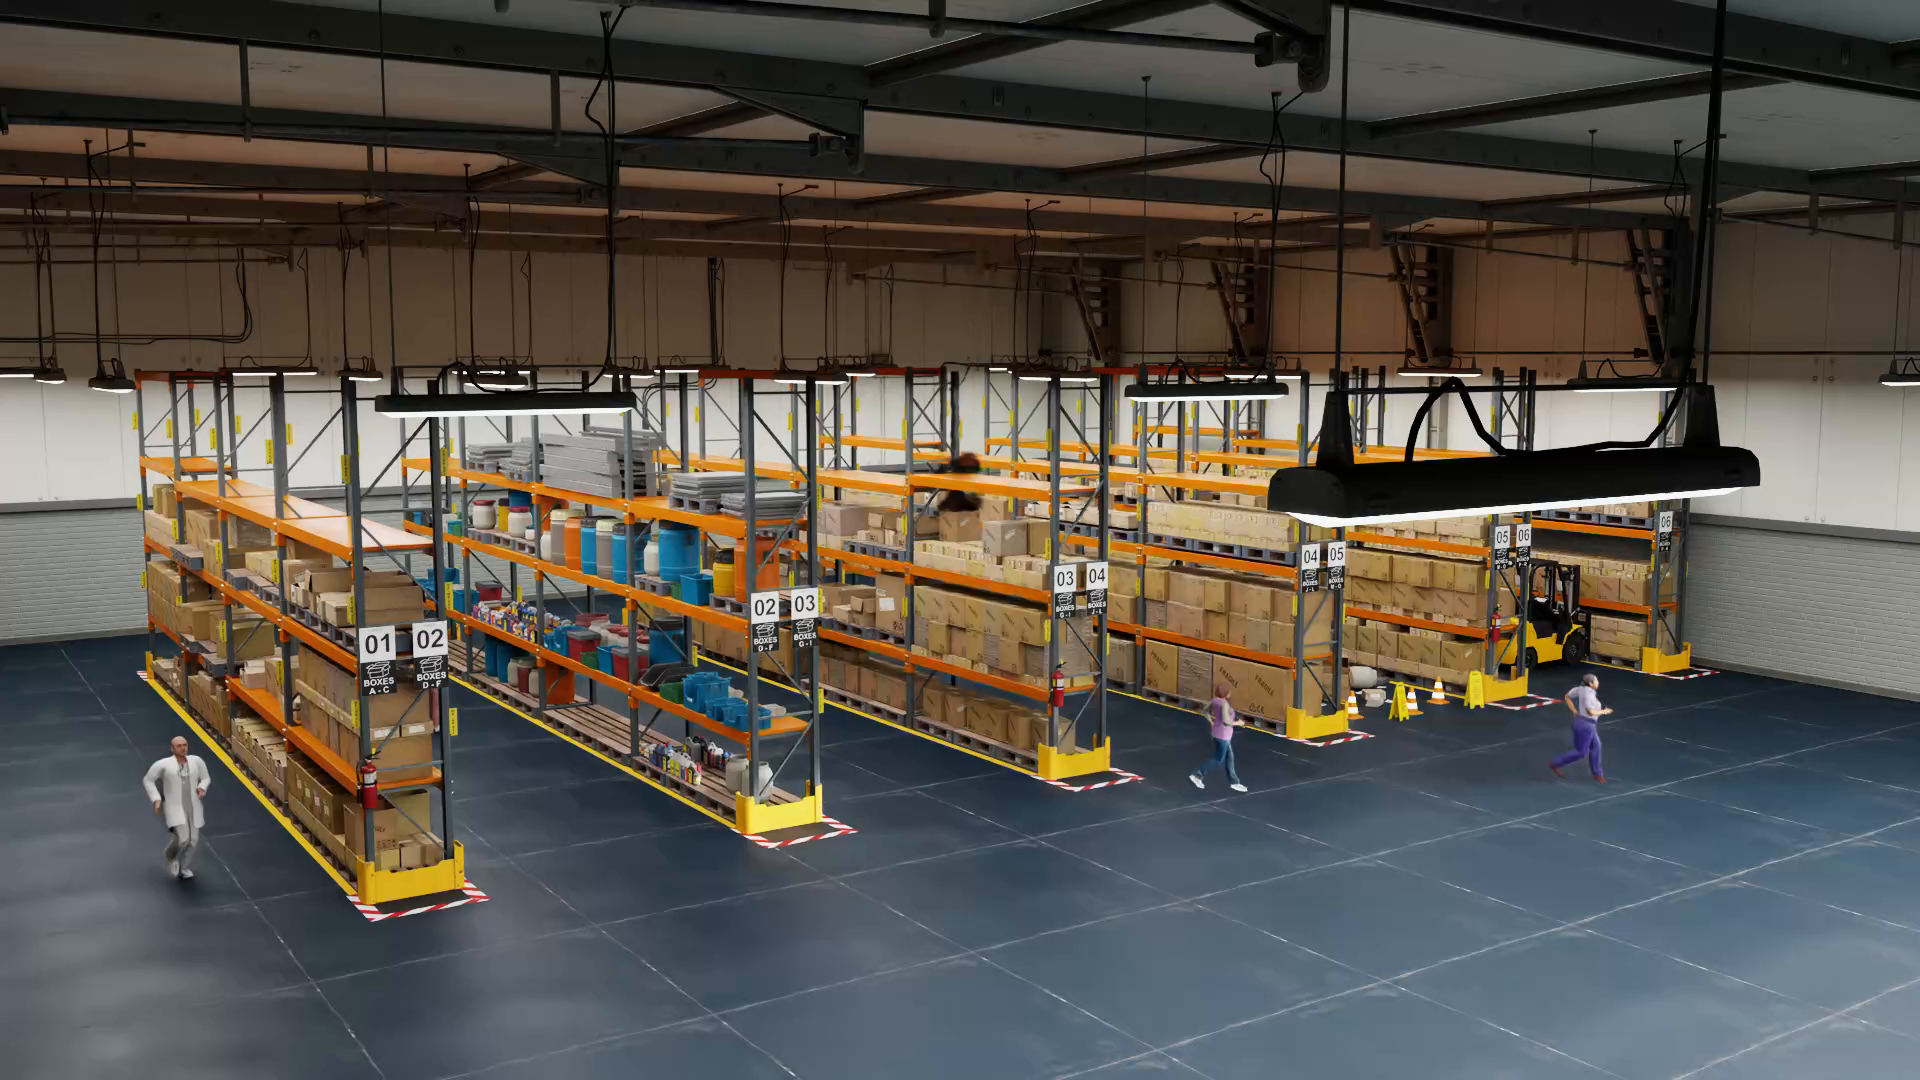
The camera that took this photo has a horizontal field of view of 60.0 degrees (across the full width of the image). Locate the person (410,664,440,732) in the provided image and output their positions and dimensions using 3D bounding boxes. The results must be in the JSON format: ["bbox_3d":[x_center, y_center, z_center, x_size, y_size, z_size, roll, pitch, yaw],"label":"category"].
[{"bbox_3d":[-8.923,2.372,27.948,0.593,1.635,0.894,-6,8,-40],"label":"person"}]

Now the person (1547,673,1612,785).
[{"bbox_3d":[9.115,2.791,24.440,0.912,1.693,0.620,1,7,8],"label":"person"}]

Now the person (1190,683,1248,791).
[{"bbox_3d":[3.723,2.839,23.815,0.890,1.598,0.544,-1,6,-7],"label":"person"}]

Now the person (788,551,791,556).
[{"bbox_3d":[-3.919,1.082,38.914,0.621,1.717,0.828,-2,7,-14],"label":"person"}]

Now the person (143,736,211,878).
[{"bbox_3d":[-9.286,3.216,19.893,0.653,1.734,0.704,6,9,43],"label":"person"}]
